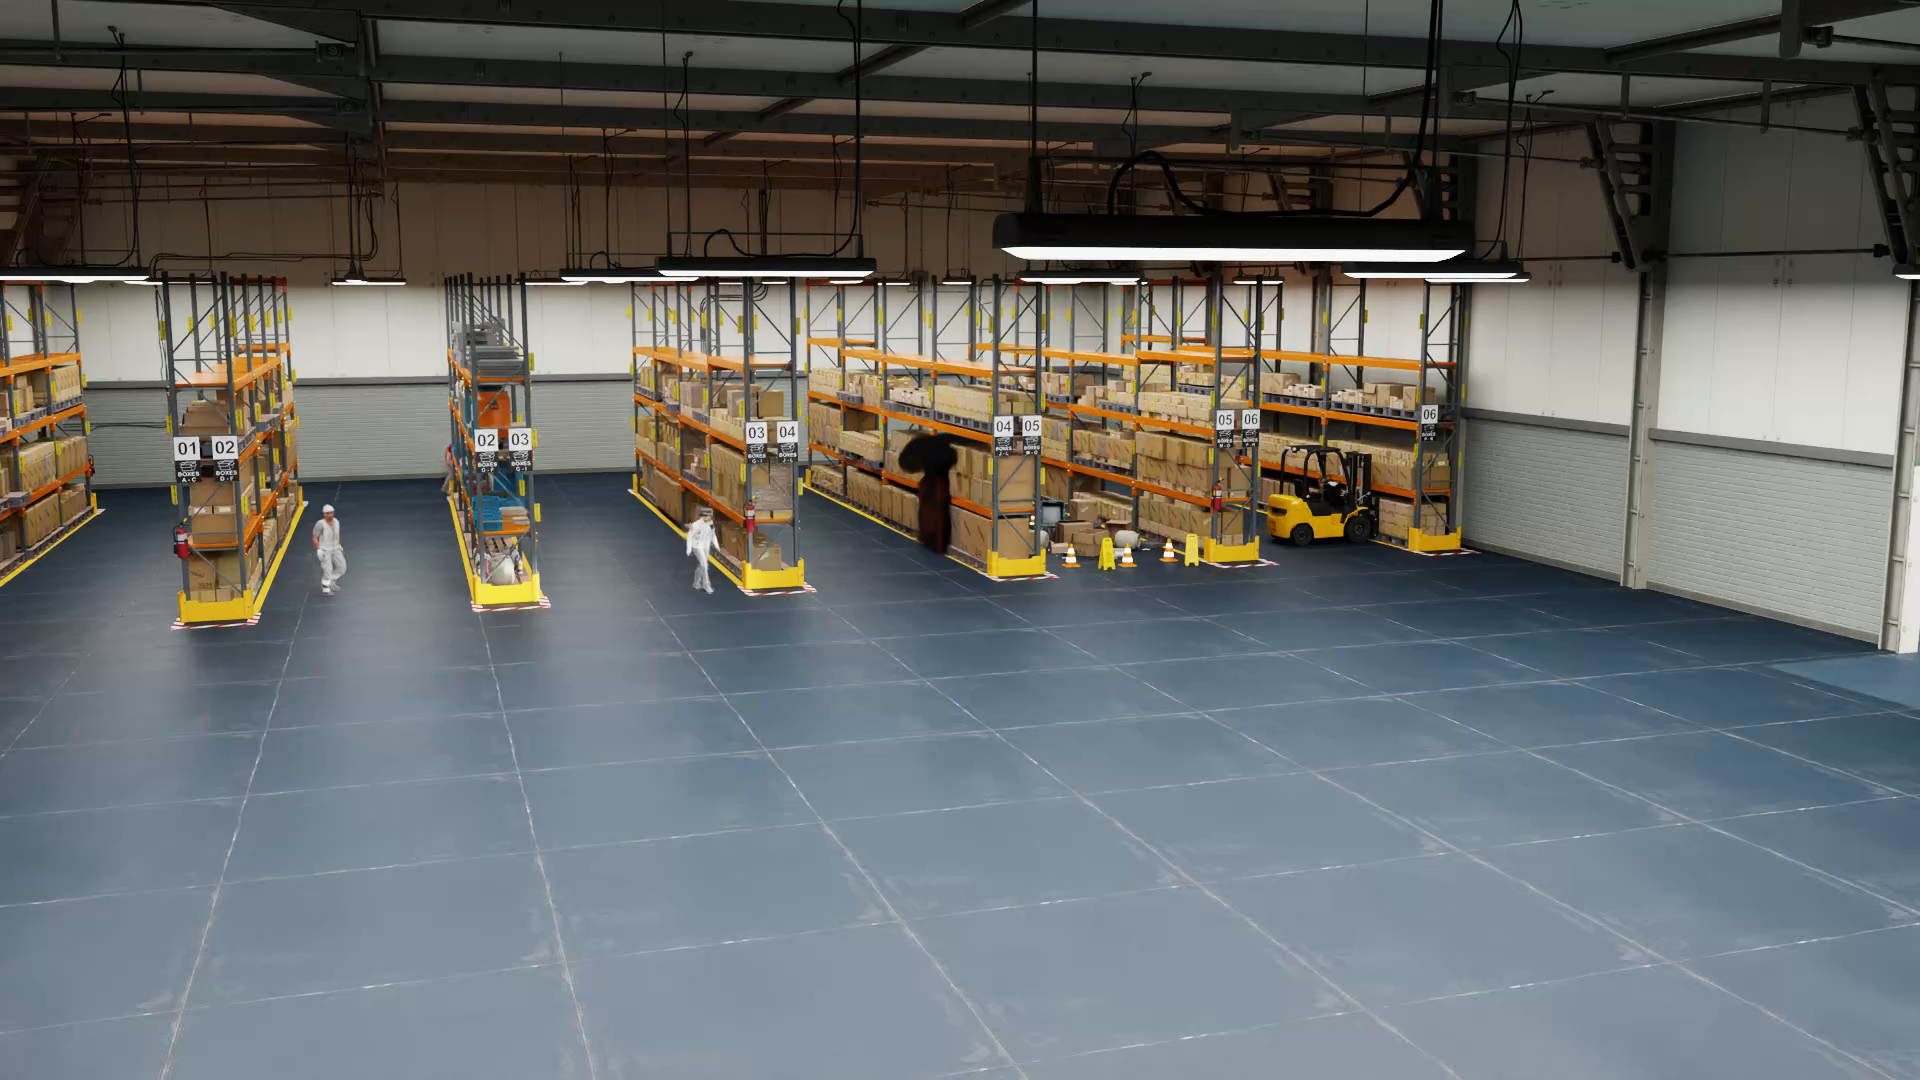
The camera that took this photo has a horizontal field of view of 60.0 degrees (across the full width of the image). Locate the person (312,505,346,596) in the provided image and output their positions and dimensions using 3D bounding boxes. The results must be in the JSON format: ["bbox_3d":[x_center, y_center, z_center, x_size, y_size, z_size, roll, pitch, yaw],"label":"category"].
[{"bbox_3d":[-11.816,0.196,31.029,0.568,1.739,0.679,5,10,31],"label":"person"}]

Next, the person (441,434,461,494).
[{"bbox_3d":[-14.018,-2.123,46.379,0.991,1.652,0.634,0,9,-3],"label":"person"}]

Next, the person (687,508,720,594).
[{"bbox_3d":[-4.902,0.194,31.486,0.697,1.624,0.591,8,12,44],"label":"person"}]
